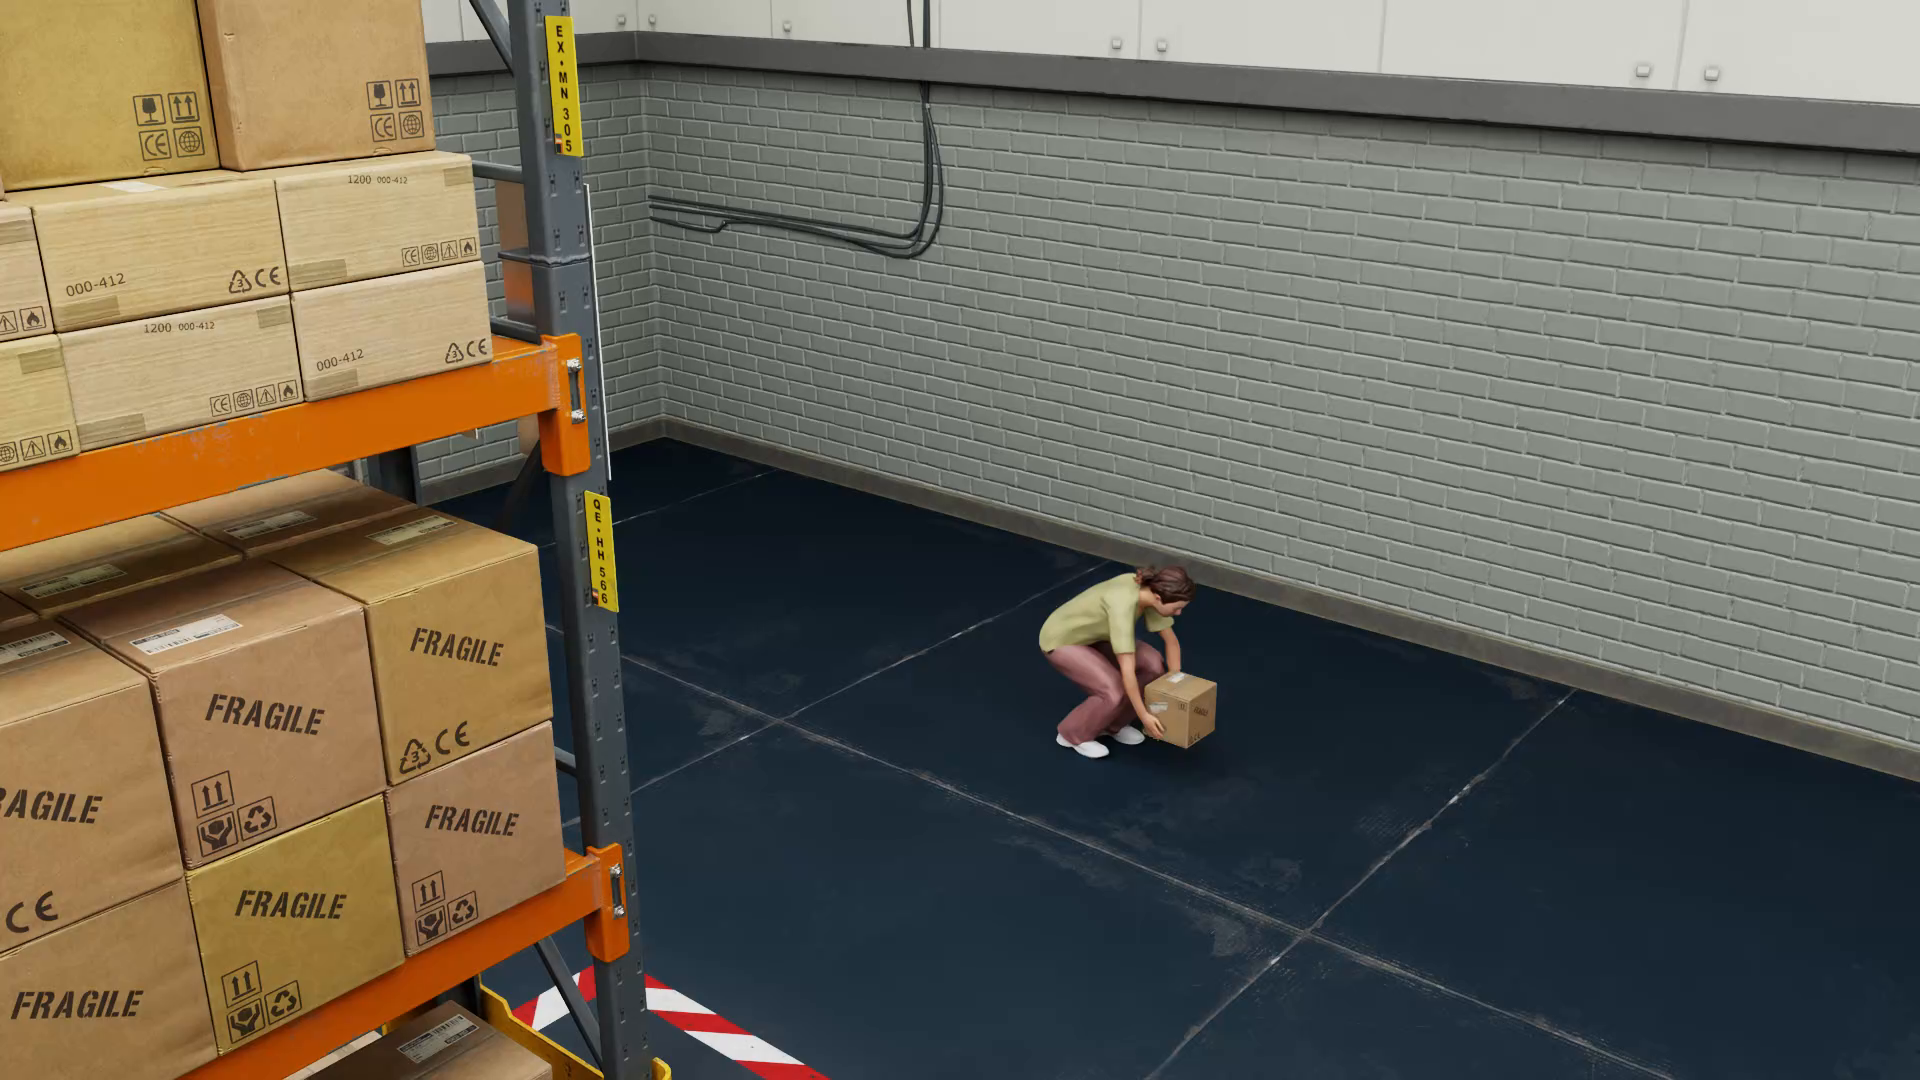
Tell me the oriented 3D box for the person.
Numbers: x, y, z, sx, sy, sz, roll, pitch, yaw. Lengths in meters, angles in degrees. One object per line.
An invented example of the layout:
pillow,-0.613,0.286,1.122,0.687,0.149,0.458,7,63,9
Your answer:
person,0.767,0.545,8.070,0.766,1.008,0.495,16,25,36
